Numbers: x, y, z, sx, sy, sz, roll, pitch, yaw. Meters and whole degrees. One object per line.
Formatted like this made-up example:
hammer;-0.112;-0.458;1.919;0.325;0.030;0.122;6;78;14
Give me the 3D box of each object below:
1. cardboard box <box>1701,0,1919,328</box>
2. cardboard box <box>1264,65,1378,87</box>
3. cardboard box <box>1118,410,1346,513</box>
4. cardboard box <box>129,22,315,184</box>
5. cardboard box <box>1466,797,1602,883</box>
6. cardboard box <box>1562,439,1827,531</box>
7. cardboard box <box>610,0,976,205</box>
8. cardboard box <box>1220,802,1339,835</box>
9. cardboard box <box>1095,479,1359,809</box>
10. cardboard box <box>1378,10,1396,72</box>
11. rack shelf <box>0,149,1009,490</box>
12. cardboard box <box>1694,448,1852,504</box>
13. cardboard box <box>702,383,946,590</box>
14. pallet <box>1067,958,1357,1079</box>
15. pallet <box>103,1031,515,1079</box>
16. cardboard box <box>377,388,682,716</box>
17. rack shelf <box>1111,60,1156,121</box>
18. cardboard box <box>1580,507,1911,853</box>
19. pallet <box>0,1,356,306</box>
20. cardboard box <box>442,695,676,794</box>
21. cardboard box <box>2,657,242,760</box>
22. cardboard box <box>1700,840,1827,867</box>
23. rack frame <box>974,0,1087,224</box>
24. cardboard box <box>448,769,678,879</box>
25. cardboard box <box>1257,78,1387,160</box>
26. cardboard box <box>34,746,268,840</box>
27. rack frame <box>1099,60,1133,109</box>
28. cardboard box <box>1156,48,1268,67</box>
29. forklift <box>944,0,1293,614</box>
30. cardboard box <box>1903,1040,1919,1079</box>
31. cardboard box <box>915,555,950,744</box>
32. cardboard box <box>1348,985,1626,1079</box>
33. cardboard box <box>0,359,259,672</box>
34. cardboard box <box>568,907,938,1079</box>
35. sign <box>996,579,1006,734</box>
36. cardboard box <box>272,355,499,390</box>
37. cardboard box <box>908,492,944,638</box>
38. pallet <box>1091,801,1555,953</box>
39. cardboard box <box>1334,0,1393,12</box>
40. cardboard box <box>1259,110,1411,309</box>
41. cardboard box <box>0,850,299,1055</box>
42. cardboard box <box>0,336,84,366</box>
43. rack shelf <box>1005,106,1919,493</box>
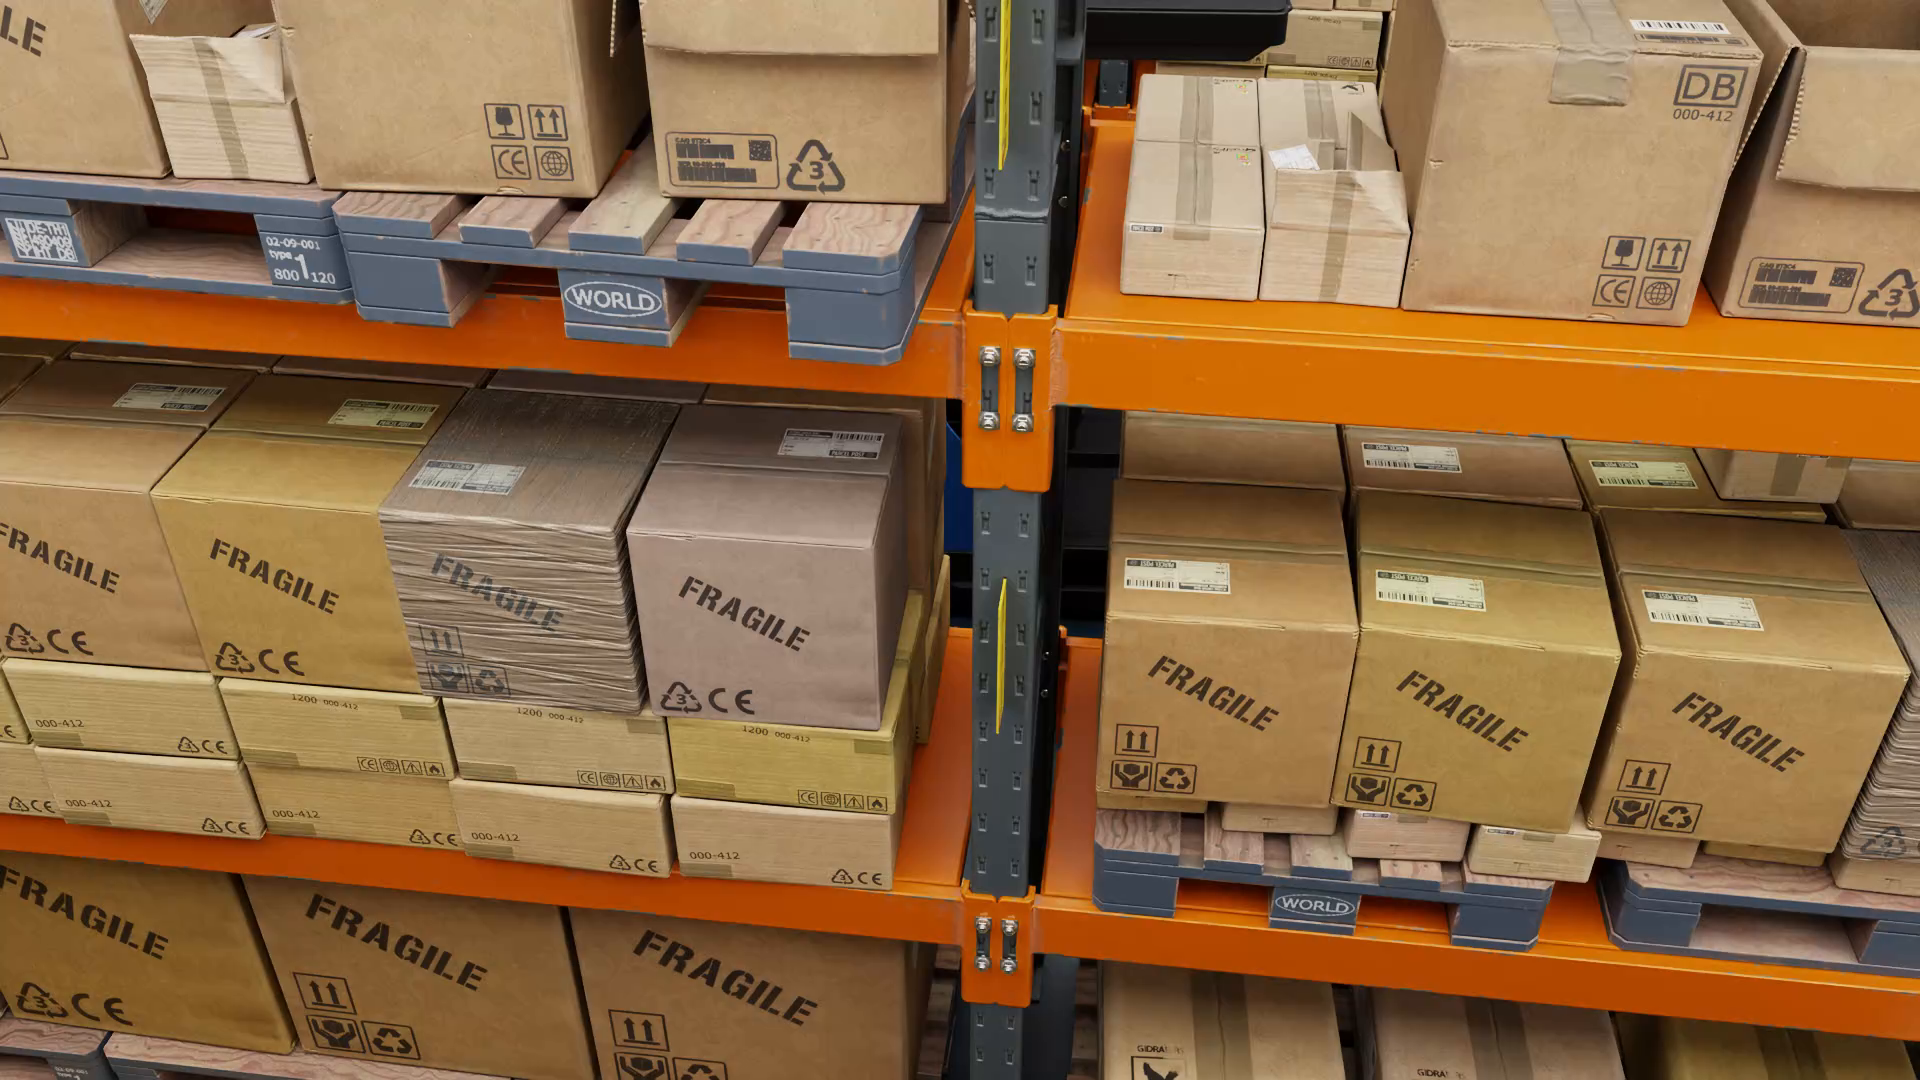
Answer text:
cardboard box;1.667;-0.779;3.089;0.637;0.503;0.797;4;36;6
cardboard box;1.686;-2.198;7.877;0.500;0.250;0.500;4;36;5
cardboard box;0.637;-0.072;4.065;0.500;0.500;0.500;3;36;5
cardboard box;-1.260;-0.850;3.031;0.258;0.266;0.396;3;36;5
cardboard box;1.261;0.569;3.725;0.250;0.149;0.380;4;36;6
cardboard box;1.651;-0.003;3.969;0.500;0.500;0.500;2;36;3
cardboard box;-0.243;-0.988;3.019;0.637;0.503;0.797;2;36;3
cardboard box;0.725;0.490;3.836;0.250;0.149;0.380;2;36;3
cardboard box;0.567;0.221;3.654;0.500;0.500;0.500;3;36;5
cardboard box;2.201;-2.355;7.666;0.500;0.250;0.500;3;36;5
rack shelf;-1.833;-0.689;3.670;4.000;0.370;1.077;4;36;6
cardboard box;1.809;-0.251;3.757;0.250;0.149;0.380;3;36;4
cardboard box;-0.308;-0.238;4.054;0.500;0.500;0.500;3;36;4
pallet;0.925;1.581;4.853;1.213;0.211;1.003;4;36;6
pallet;-1.829;1.329;5.206;1.213;0.211;1.003;4;36;6
cardboard box;-0.906;0.019;3.695;0.500;0.500;0.500;5;36;7
rack shelf;2.762;-2.032;8.135;4.000;0.370;1.077;4;36;6
cardboard box;1.612;0.291;3.556;0.500;0.500;0.500;5;36;7
pallet;-1.605;-0.855;3.446;1.213;0.211;1.003;6;36;8
cardboard box;-0.872;0.320;3.919;0.500;0.250;0.500;3;36;5
cardboard box;-1.897;0.255;4.009;0.500;0.250;0.500;3;36;5
cardboard box;1.795;0.540;3.765;0.250;0.149;0.380;6;36;8
rack frame;0.150;-2.055;2.382;0.127;3.000;1.000;4;36;6
cardboard box;-0.893;0.532;4.052;0.500;0.250;0.500;5;36;7
cardboard box;0.737;-0.815;3.444;0.250;0.149;0.380;4;36;6
cardboard box;-1.900;0.464;4.147;0.500;0.250;0.500;4;36;5
rack frame;0.779;-2.473;8.133;0.127;3.000;1.000;4;36;6
cardboard box;1.185;-2.427;7.768;0.500;0.250;0.500;4;36;6
forklift;0.622;-1.178;6.377;3.031;2.935;1.130;1;36;2
cardboard box;2.884;1.493;4.476;0.625;0.372;0.950;6;36;9
cardboard box;-0.303;0.267;4.423;0.500;0.250;0.500;4;36;5
cardboard box;1.442;1.383;4.630;0.625;0.372;0.950;4;36;5
cardboard box;-1.899;-0.063;3.810;0.500;0.500;0.500;4;36;5
cardboard box;-0.524;0.982;4.759;0.875;0.875;0.875;4;36;6
sign;0.083;0.236;3.340;0.005;0.325;0.100;4;36;6
cardboard box;-1.312;-0.316;4.164;0.500;0.500;0.500;5;36;7
cardboard box;-0.321;0.065;4.276;0.500;0.250;0.500;4;36;6
pallet;0.871;0.457;4.193;1.003;0.211;1.213;4;36;6
cardboard box;1.841;-2.549;7.595;0.250;0.149;0.380;5;36;6
cardboard box;0.694;-0.639;3.097;0.258;0.266;0.396;4;36;6
cardboard box;-2.295;0.847;4.948;0.875;0.875;0.875;5;36;7
cardboard box;-2.328;-0.385;4.261;0.500;0.500;0.500;5;36;7
rack shelf;2.134;-0.393;3.255;4.000;0.370;1.077;4;36;6
